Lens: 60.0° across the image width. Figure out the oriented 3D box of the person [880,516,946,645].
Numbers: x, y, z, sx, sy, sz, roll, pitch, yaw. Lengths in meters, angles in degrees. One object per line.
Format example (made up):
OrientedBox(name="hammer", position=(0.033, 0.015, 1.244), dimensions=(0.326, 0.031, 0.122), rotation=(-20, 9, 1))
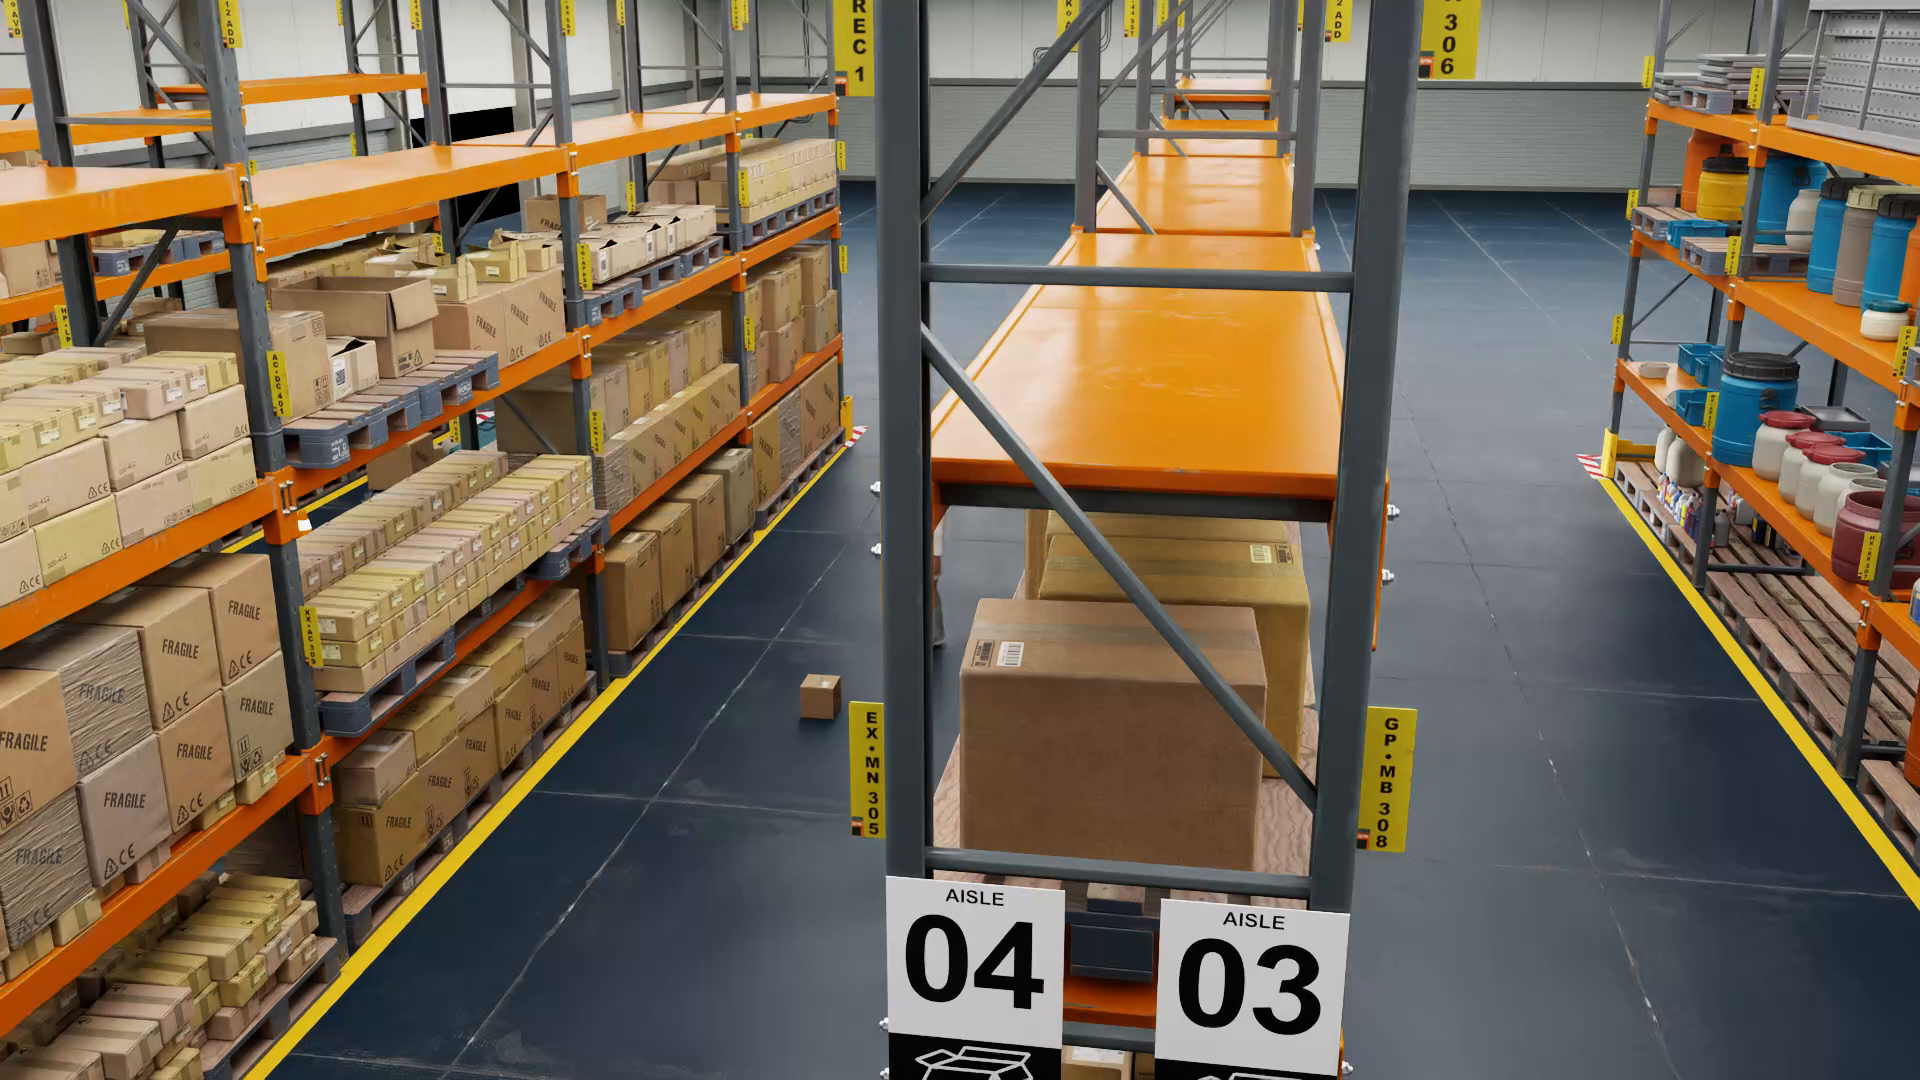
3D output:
OrientedBox(name="person", position=(-0.333, 0.052, 13.366), dimensions=(0.525, 1.766, 0.610), rotation=(-15, 23, -39))
